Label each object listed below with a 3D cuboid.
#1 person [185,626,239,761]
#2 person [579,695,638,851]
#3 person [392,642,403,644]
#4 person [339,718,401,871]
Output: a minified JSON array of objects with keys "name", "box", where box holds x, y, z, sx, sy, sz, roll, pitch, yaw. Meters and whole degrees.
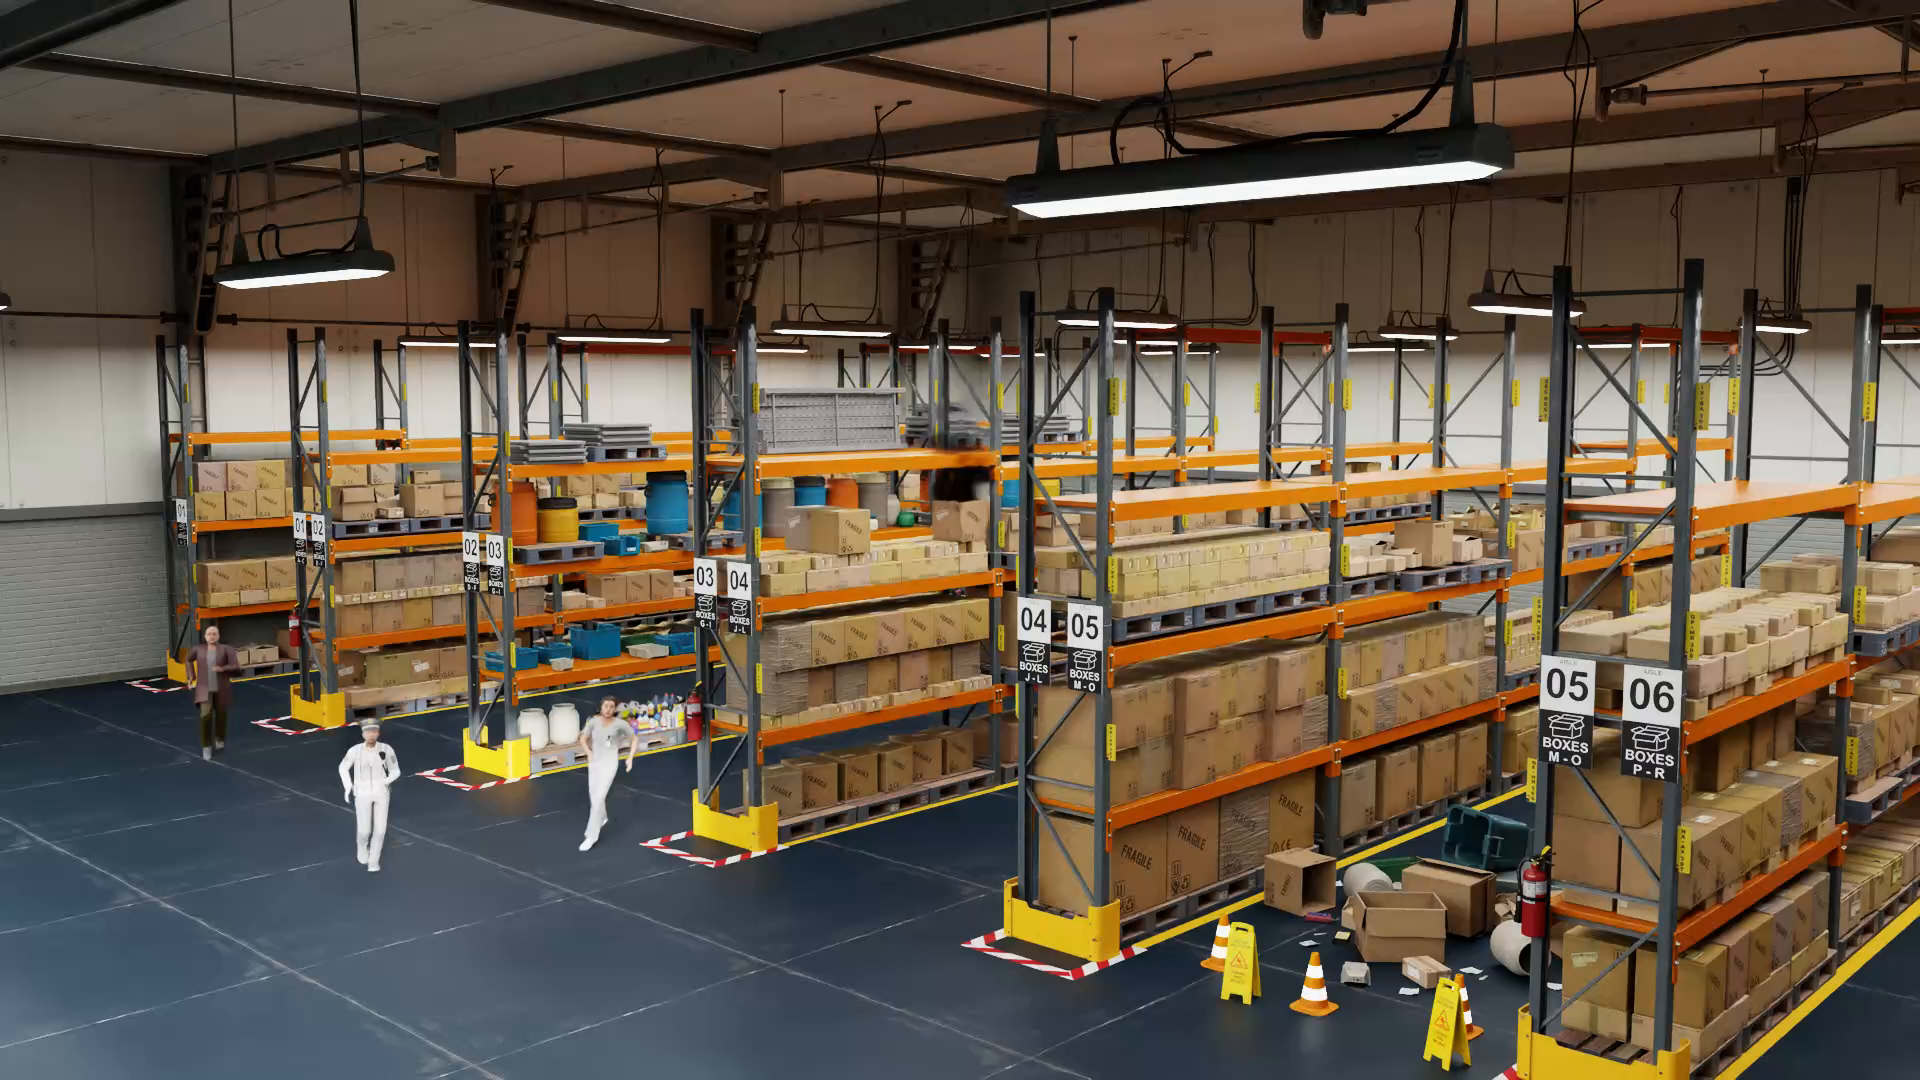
[{"name":"person","box":[-10.377,2.139,23.109,0.668,1.799,0.825,-3,6,-26]},{"name":"person","box":[-3.974,2.581,18.699,0.625,1.684,0.804,1,5,12]},{"name":"person","box":[-9.508,1.648,28.238,0.612,1.701,0.920,4,7,36]},{"name":"person","box":[-6.193,2.692,17.501,0.600,1.649,0.550,-2,6,-24]}]
